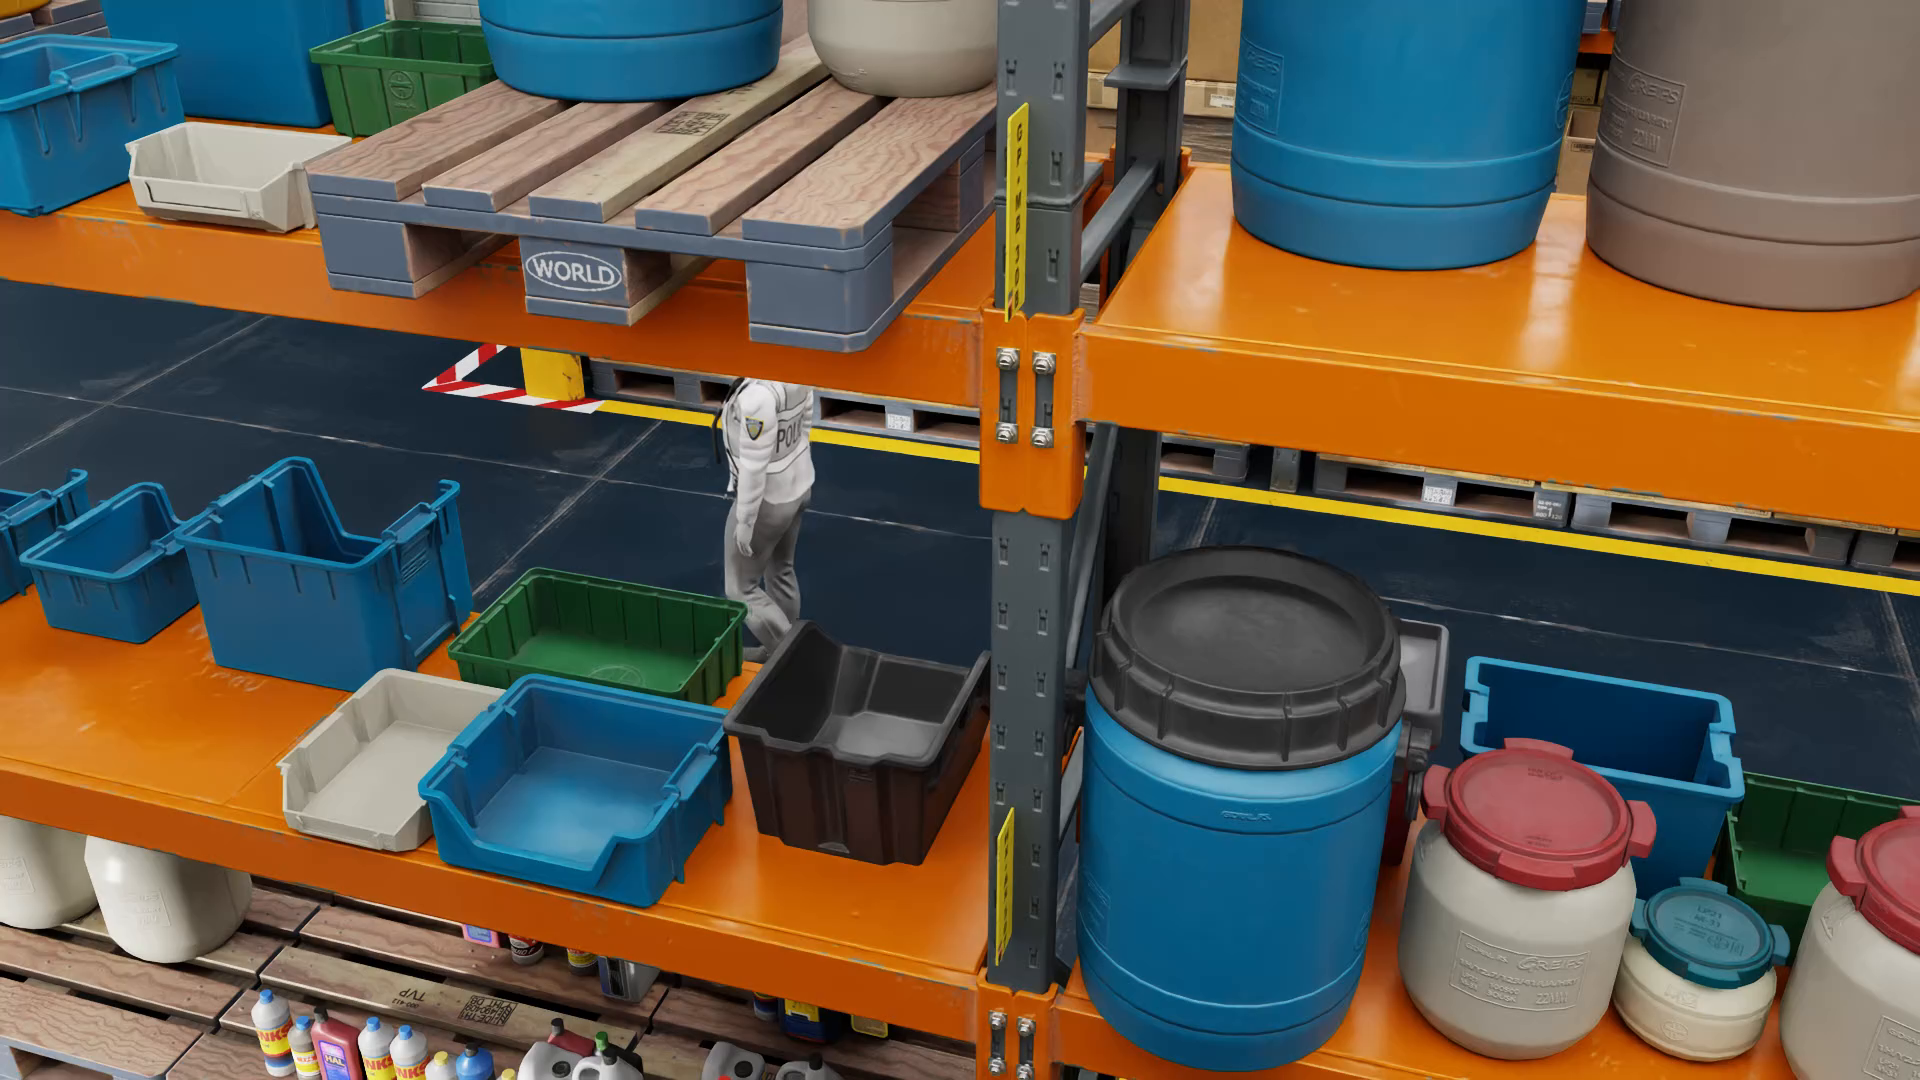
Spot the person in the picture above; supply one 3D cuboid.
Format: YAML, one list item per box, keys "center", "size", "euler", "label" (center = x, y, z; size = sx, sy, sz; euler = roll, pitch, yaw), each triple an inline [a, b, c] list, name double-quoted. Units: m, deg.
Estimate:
- center: [-0.744, -0.145, 6.382]
  size: [0.482, 1.698, 0.499]
  euler: [9, 31, 16]
  label: "person"
